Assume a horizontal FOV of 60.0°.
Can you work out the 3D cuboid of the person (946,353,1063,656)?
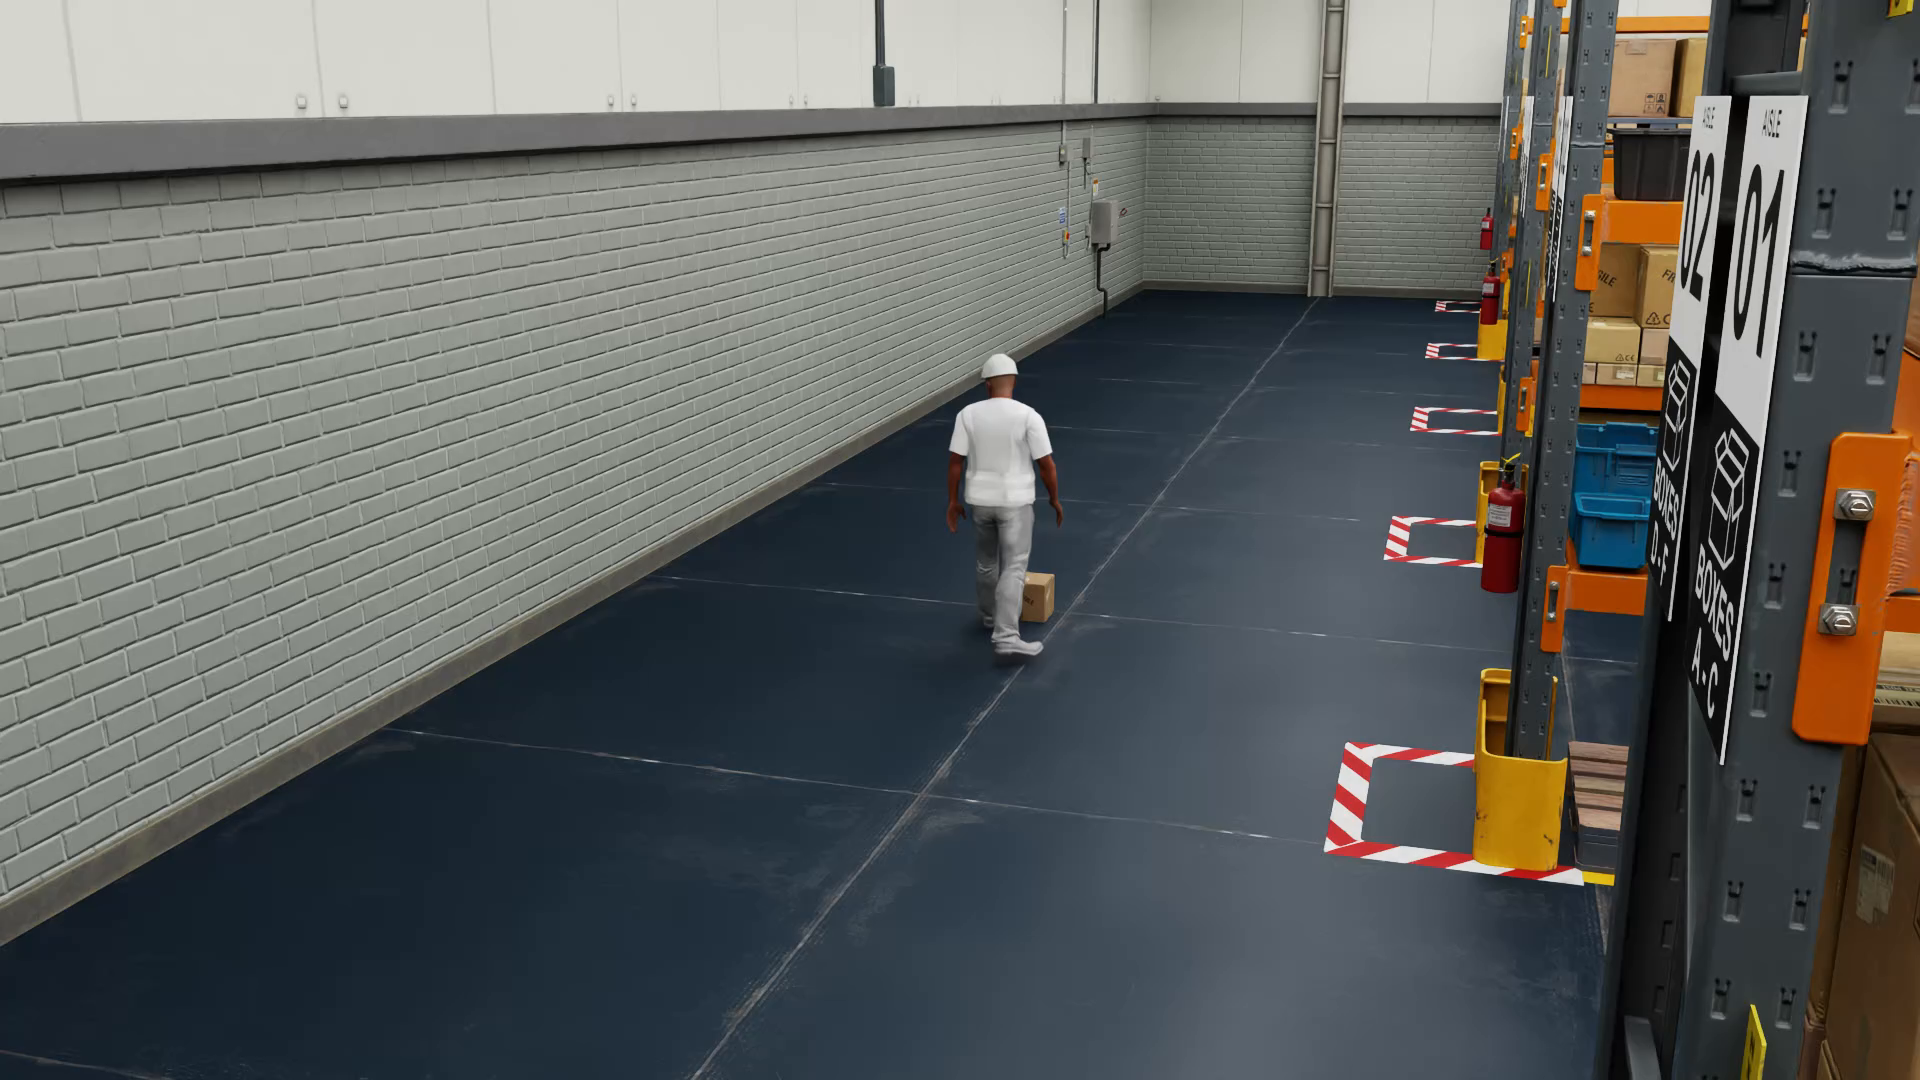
[{"bbox_3d":[0.280,-0.225,9.844,0.673,1.740,0.934,7,16,24],"label":"person"}]
